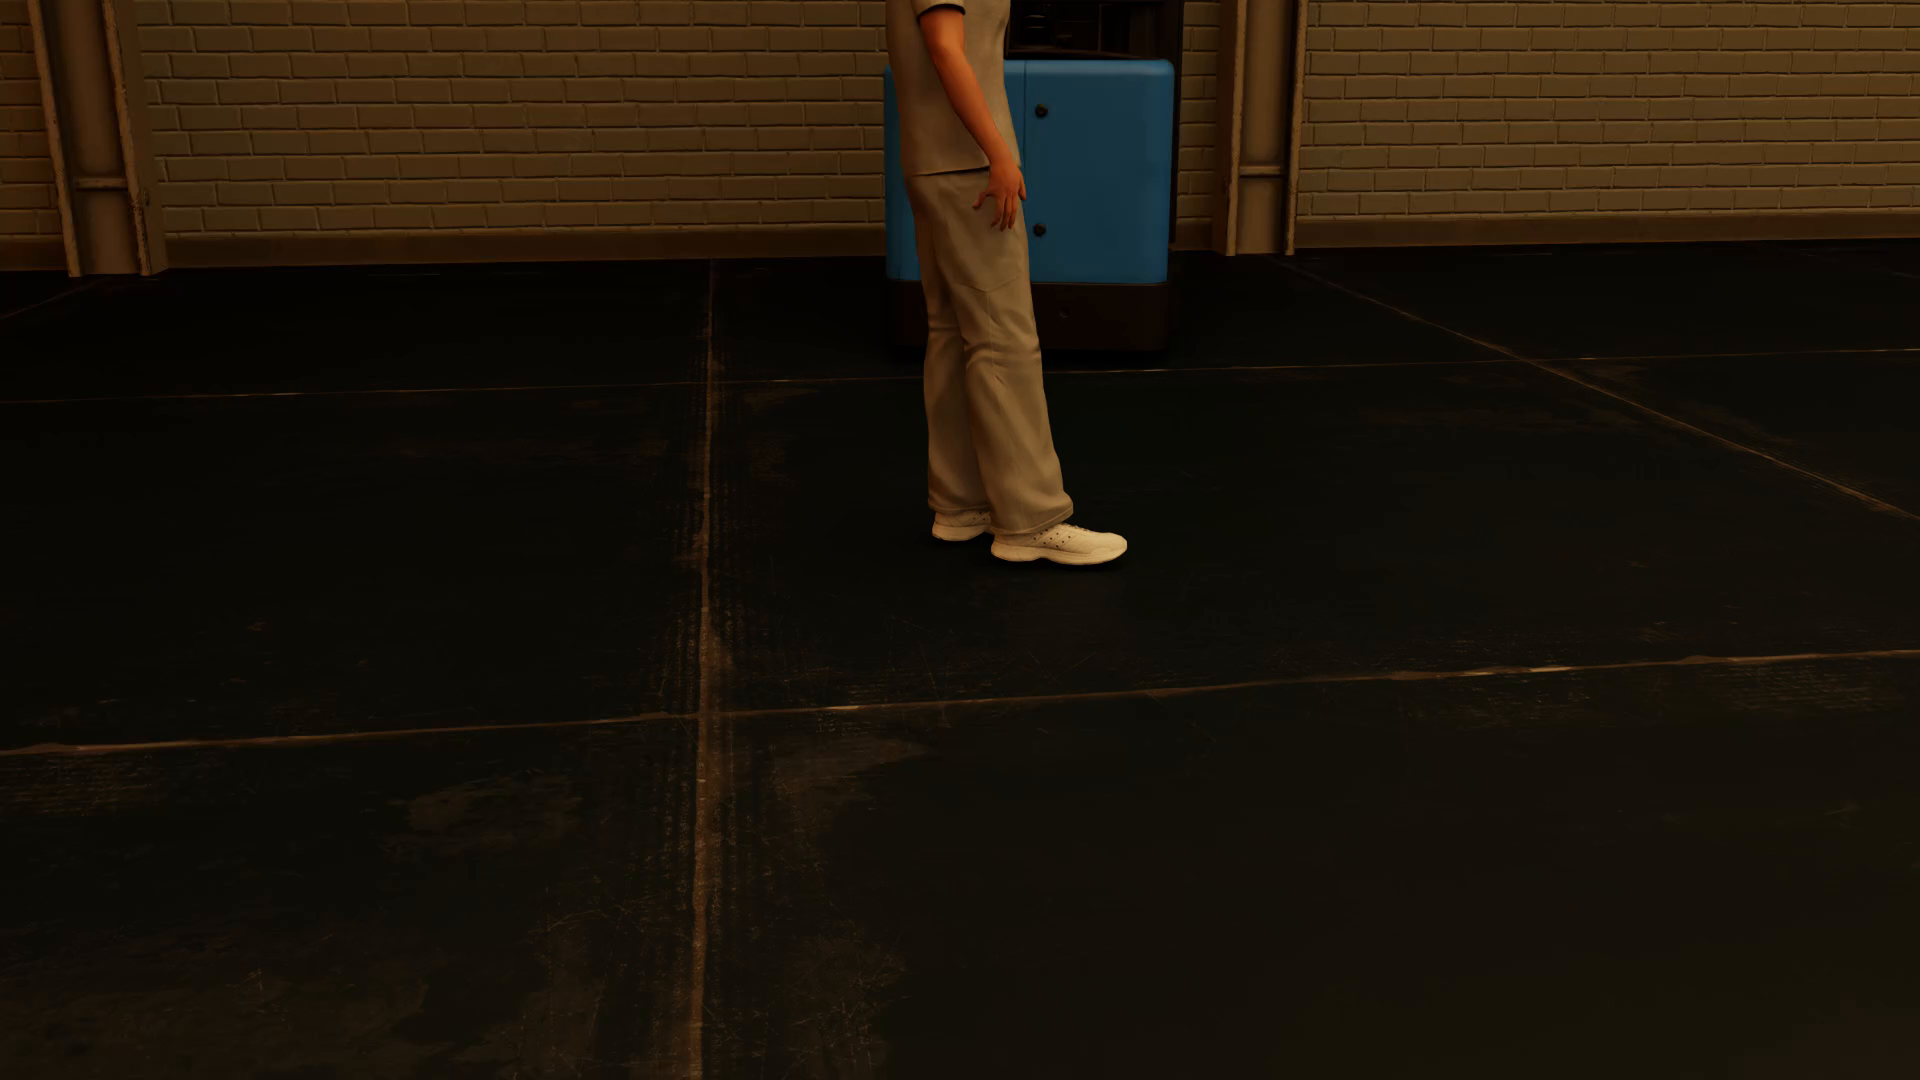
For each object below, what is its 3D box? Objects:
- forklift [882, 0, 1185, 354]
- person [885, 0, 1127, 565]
[{"bbox_3d":[0.410,-2.457,7.039,1.130,2.935,3.031,2,17,7],"label":"forklift"},{"bbox_3d":[0.074,-0.808,3.720,0.549,1.675,0.550,-2,17,-8],"label":"person"}]
